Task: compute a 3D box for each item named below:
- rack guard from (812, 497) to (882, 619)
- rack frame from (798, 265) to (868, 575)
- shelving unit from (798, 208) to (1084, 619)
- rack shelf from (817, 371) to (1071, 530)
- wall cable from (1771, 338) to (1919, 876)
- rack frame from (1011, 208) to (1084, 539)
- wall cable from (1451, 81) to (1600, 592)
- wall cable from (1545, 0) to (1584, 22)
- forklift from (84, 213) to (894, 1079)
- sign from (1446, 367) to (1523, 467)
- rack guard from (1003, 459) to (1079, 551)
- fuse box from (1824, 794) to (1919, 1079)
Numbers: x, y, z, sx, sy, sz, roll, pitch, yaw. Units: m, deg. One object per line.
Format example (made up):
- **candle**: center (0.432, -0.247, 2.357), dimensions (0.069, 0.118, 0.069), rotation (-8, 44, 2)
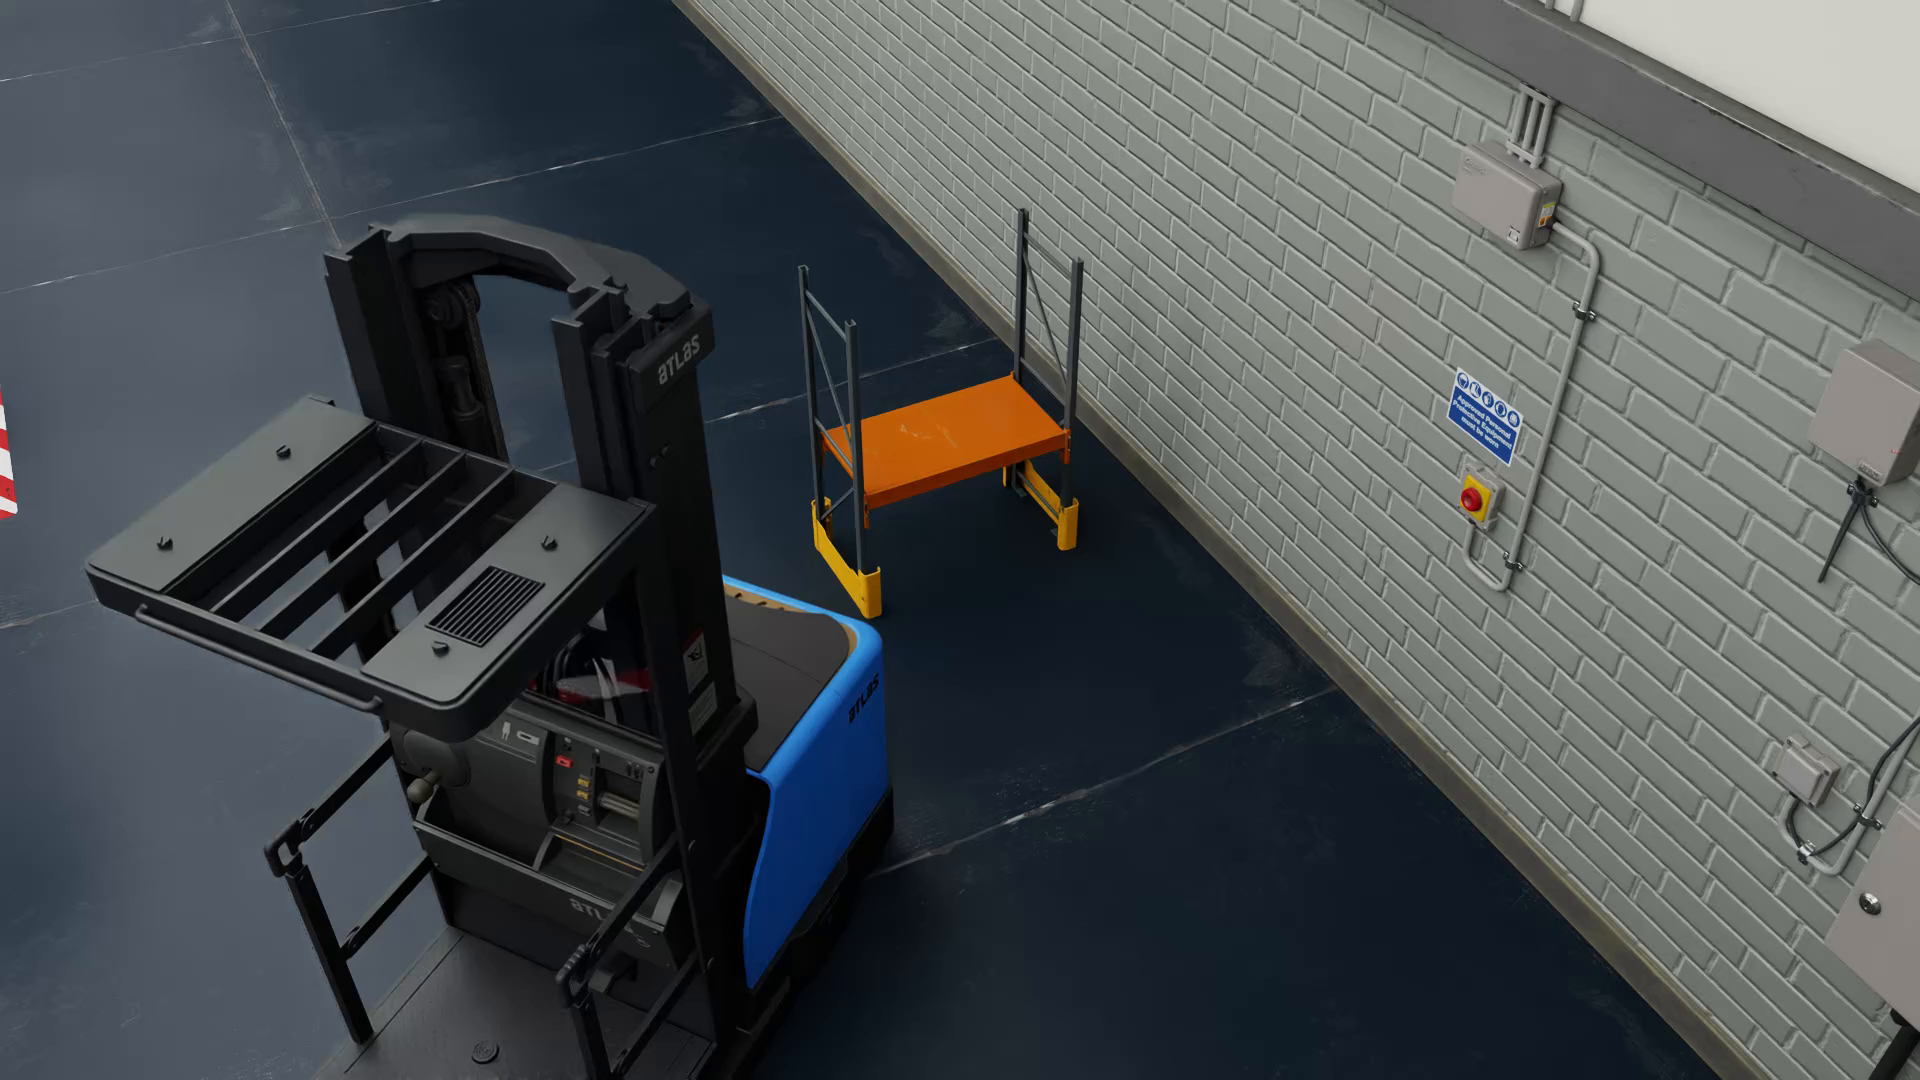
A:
- **rack guard**: center (-0.509, 0.076, 7.456), dimensions (0.087, 0.250, 0.587), rotation (-19, 44, -21)
- **rack frame**: center (-0.527, -0.395, 7.045), dimensions (0.032, 1.500, 0.500), rotation (-19, 44, -21)
- **shelving unit**: center (-0.068, -0.550, 7.227), dimensions (1.083, 1.500, 0.587), rotation (-19, 44, -21)
- **rack shelf**: center (-0.076, -0.410, 7.340), dimensions (1.000, 0.185, 0.538), rotation (-19, 44, -21)
- **wall cable**: center (2.431, 0.147, 4.457), dimensions (0.122, 1.984, 0.588), rotation (-19, 44, -21)
- **rack frame**: center (0.375, -0.699, 7.404), dimensions (0.032, 1.500, 0.500), rotation (-19, 44, -21)
- **wall cable**: center (1.766, -0.674, 5.403), dimensions (0.123, 1.953, 0.585), rotation (-19, 44, -21)
- **wall cable**: center (1.691, -2.727, 3.996), dimensions (0.029, 3.000, 0.463), rotation (-19, 44, -21)
- **forklift**: center (-1.345, 0.725, 4.613), dimensions (1.130, 2.935, 3.031), rotation (17, 43, 19)
- **sign**: center (1.798, -0.424, 5.709), dimensions (0.001, 0.218, 0.327), rotation (-19, 44, -21)
- **rack guard**: center (0.374, -0.221, 7.807), dimensions (0.087, 0.250, 0.587), rotation (-19, 44, -21)
- **fuse box**: center (2.607, 1.464, 4.685), dimensions (0.414, 1.711, 0.539), rotation (-19, 44, -21)
